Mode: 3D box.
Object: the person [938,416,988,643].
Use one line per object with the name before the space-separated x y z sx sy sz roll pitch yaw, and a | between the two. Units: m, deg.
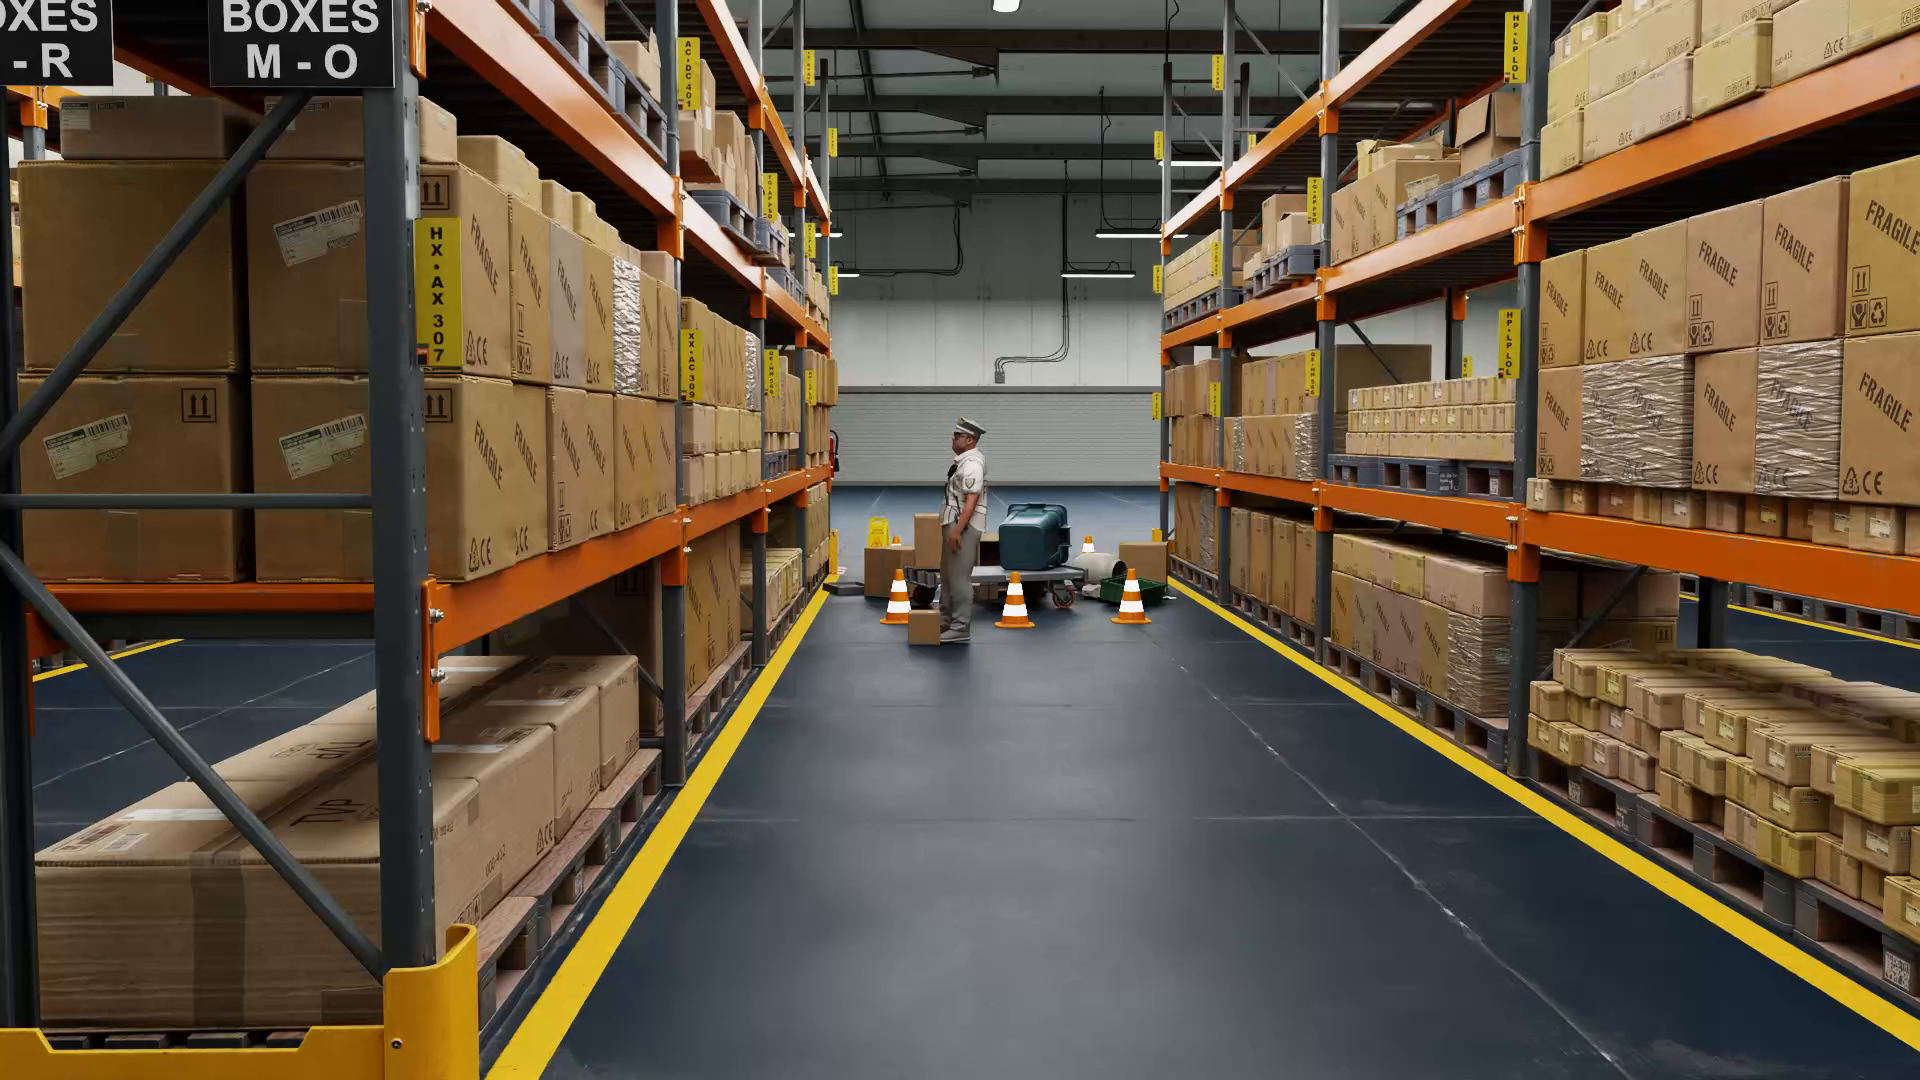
person | -0.069 -0.084 13.121 0.575 1.777 0.640 0 4 -1
